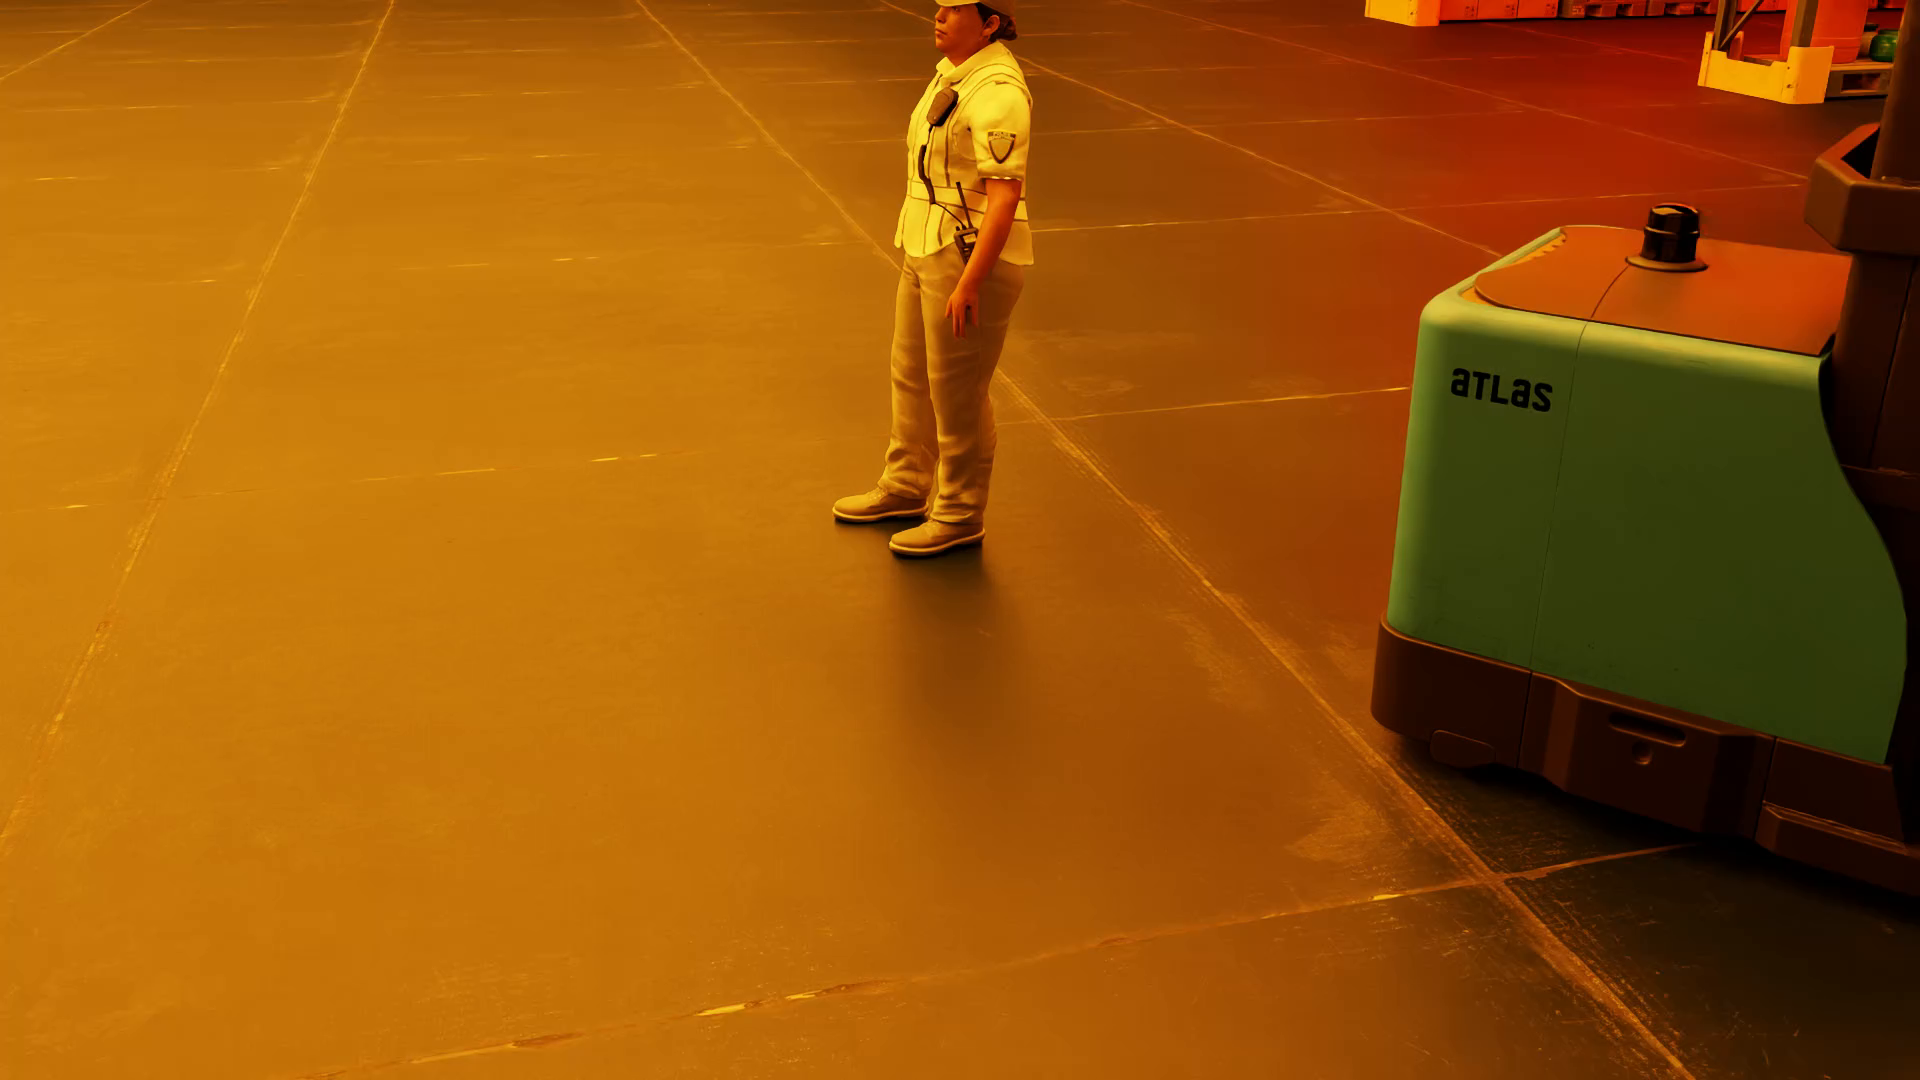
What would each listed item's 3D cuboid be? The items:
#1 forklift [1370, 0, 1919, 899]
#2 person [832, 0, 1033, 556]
[{"bbox_3d":[2.461,-0.684,2.917,3.031,2.935,1.130,16,28,32],"label":"forklift"},{"bbox_3d":[-0.080,-0.774,4.726,0.529,1.670,0.598,-6,24,-14],"label":"person"}]
